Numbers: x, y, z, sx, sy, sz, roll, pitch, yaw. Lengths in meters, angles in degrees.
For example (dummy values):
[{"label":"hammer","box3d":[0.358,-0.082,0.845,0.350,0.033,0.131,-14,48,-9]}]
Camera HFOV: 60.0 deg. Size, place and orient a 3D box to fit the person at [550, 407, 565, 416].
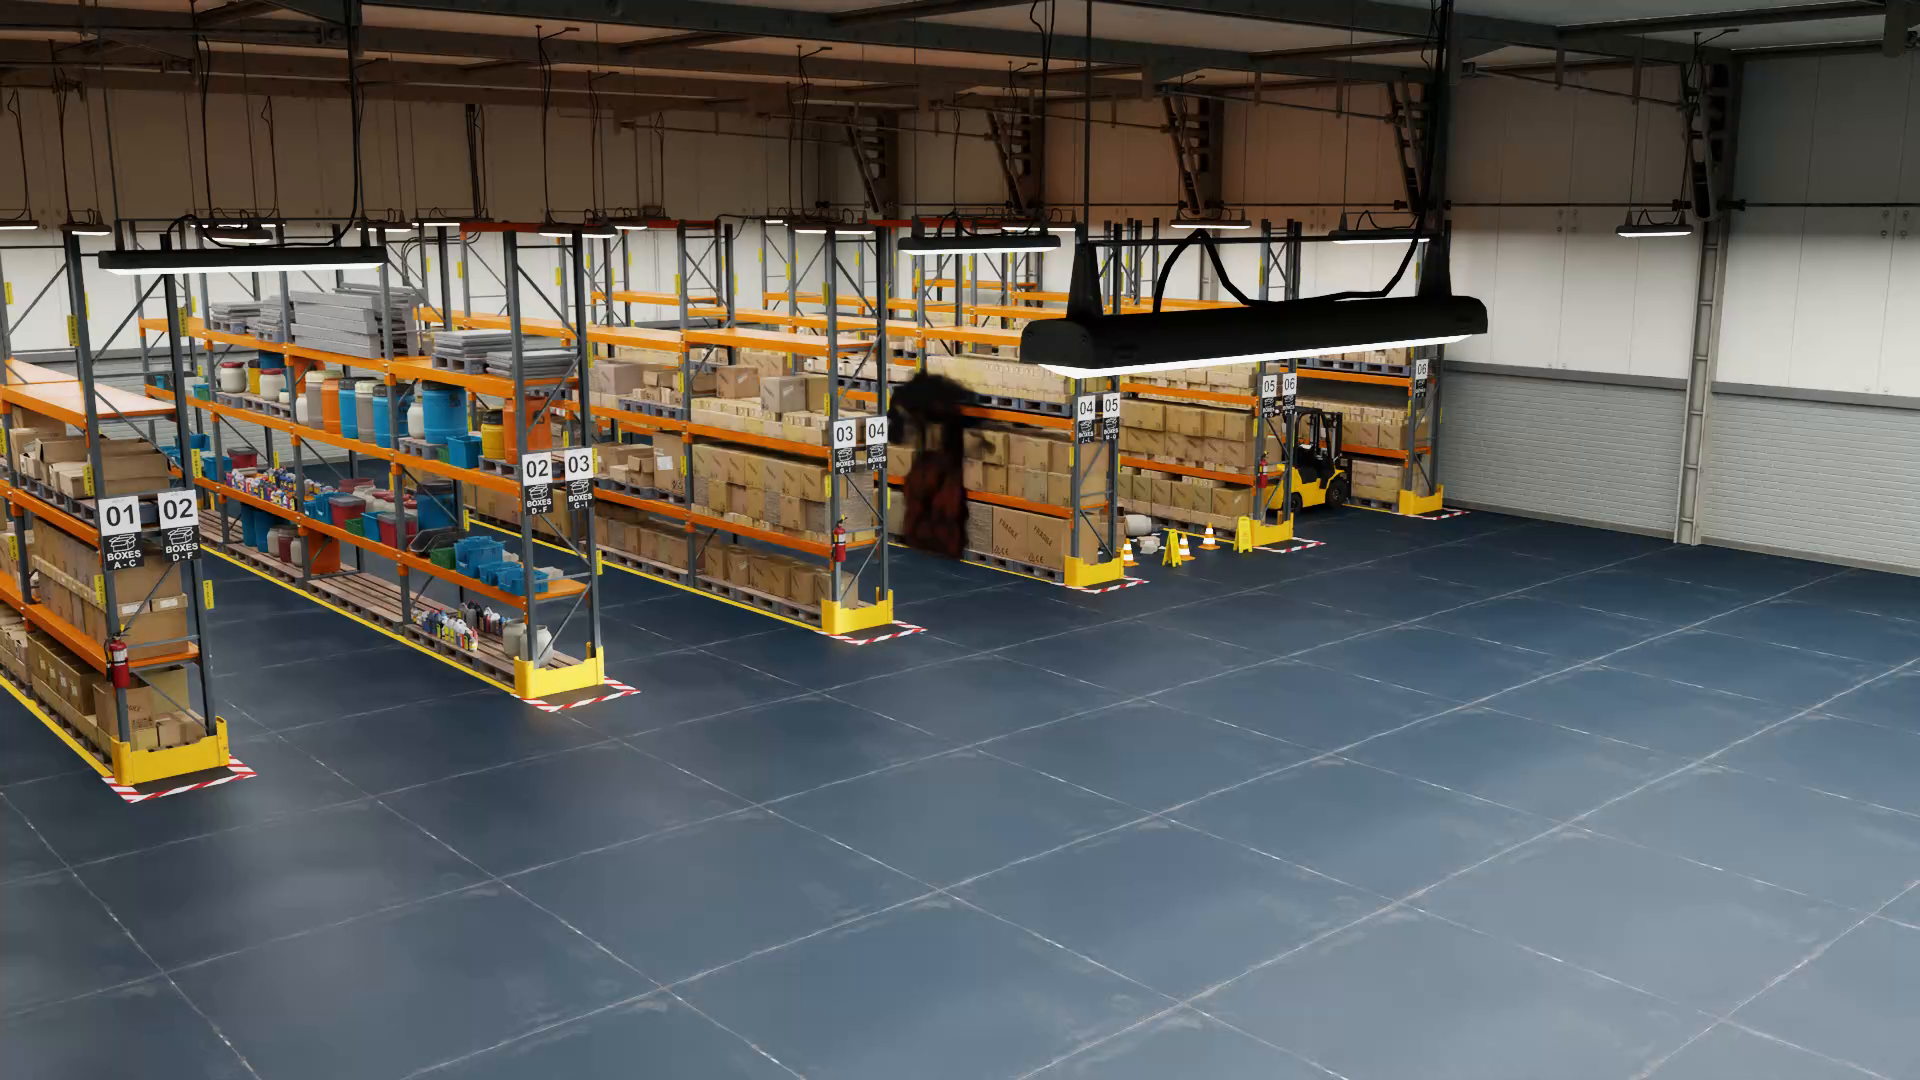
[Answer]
[{"label":"person","box3d":[-9.774,-2.715,40.889,0.661,1.734,0.642,-3,12,-16]}]
